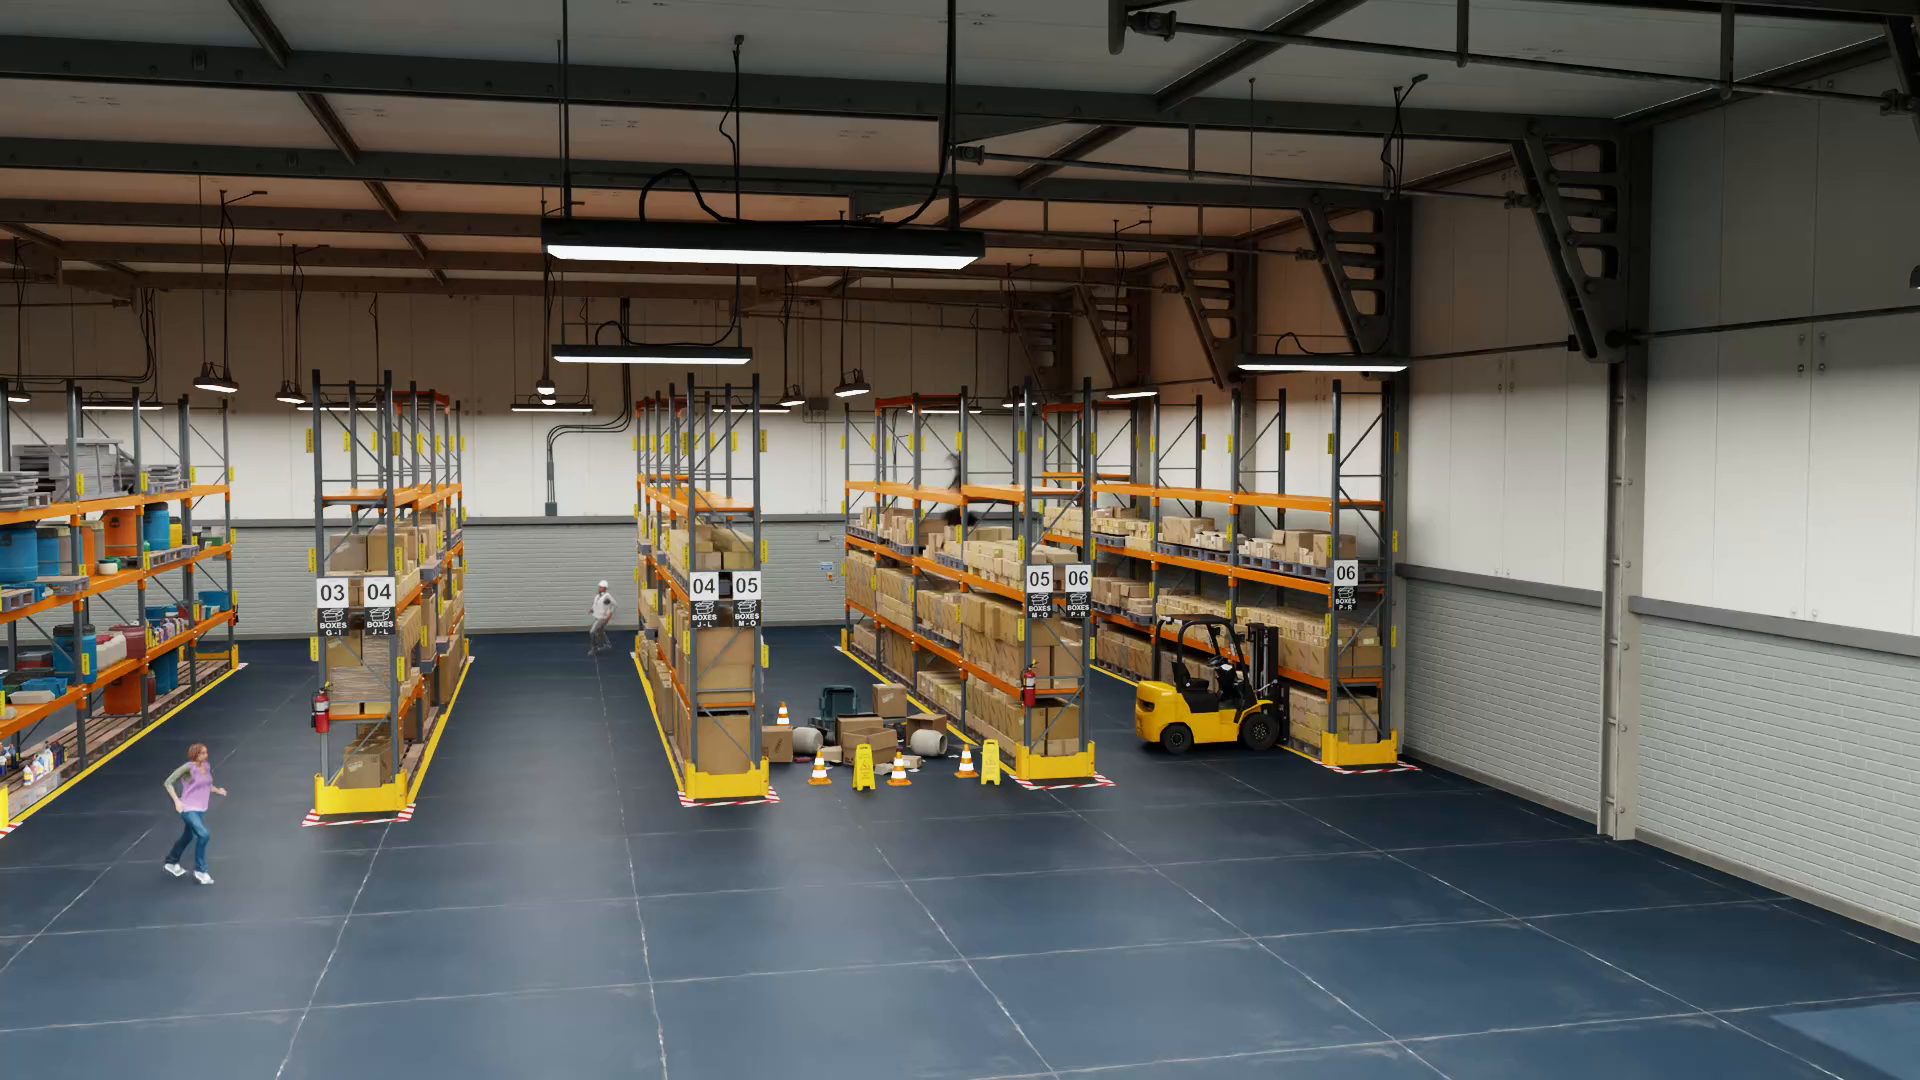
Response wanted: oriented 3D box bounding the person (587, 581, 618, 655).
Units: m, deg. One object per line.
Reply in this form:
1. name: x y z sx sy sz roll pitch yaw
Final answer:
1. person: -8.513 1.855 39.568 0.700 1.794 0.730 -3 4 -41

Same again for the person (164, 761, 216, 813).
1. person: -8.760 2.812 18.980 0.415 0.590 0.472 1 3 10
